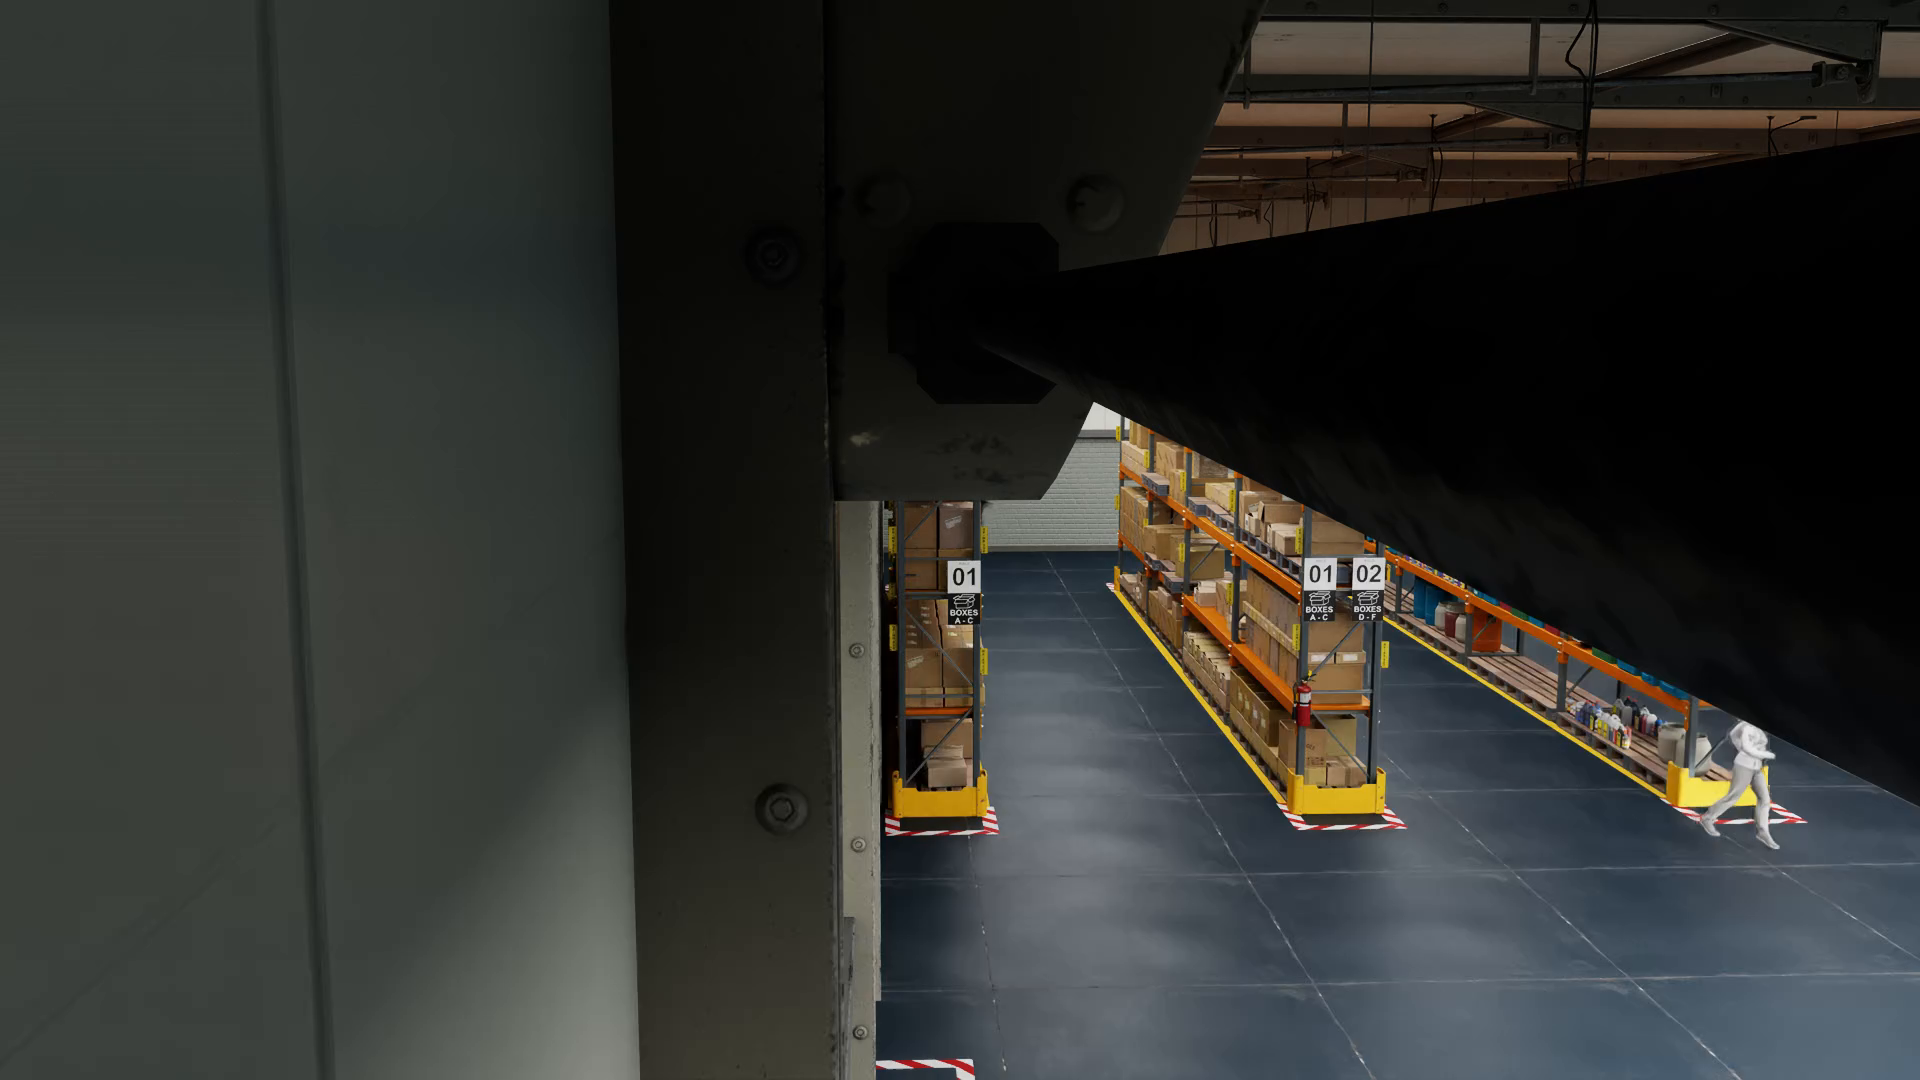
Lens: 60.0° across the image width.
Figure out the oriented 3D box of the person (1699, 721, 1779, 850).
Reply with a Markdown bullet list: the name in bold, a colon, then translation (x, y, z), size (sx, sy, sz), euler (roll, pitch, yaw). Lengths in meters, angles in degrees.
- **person**: translation (9.226, 2.703, 19.533), size (0.882, 1.700, 0.643), euler (6, 10, 35)
